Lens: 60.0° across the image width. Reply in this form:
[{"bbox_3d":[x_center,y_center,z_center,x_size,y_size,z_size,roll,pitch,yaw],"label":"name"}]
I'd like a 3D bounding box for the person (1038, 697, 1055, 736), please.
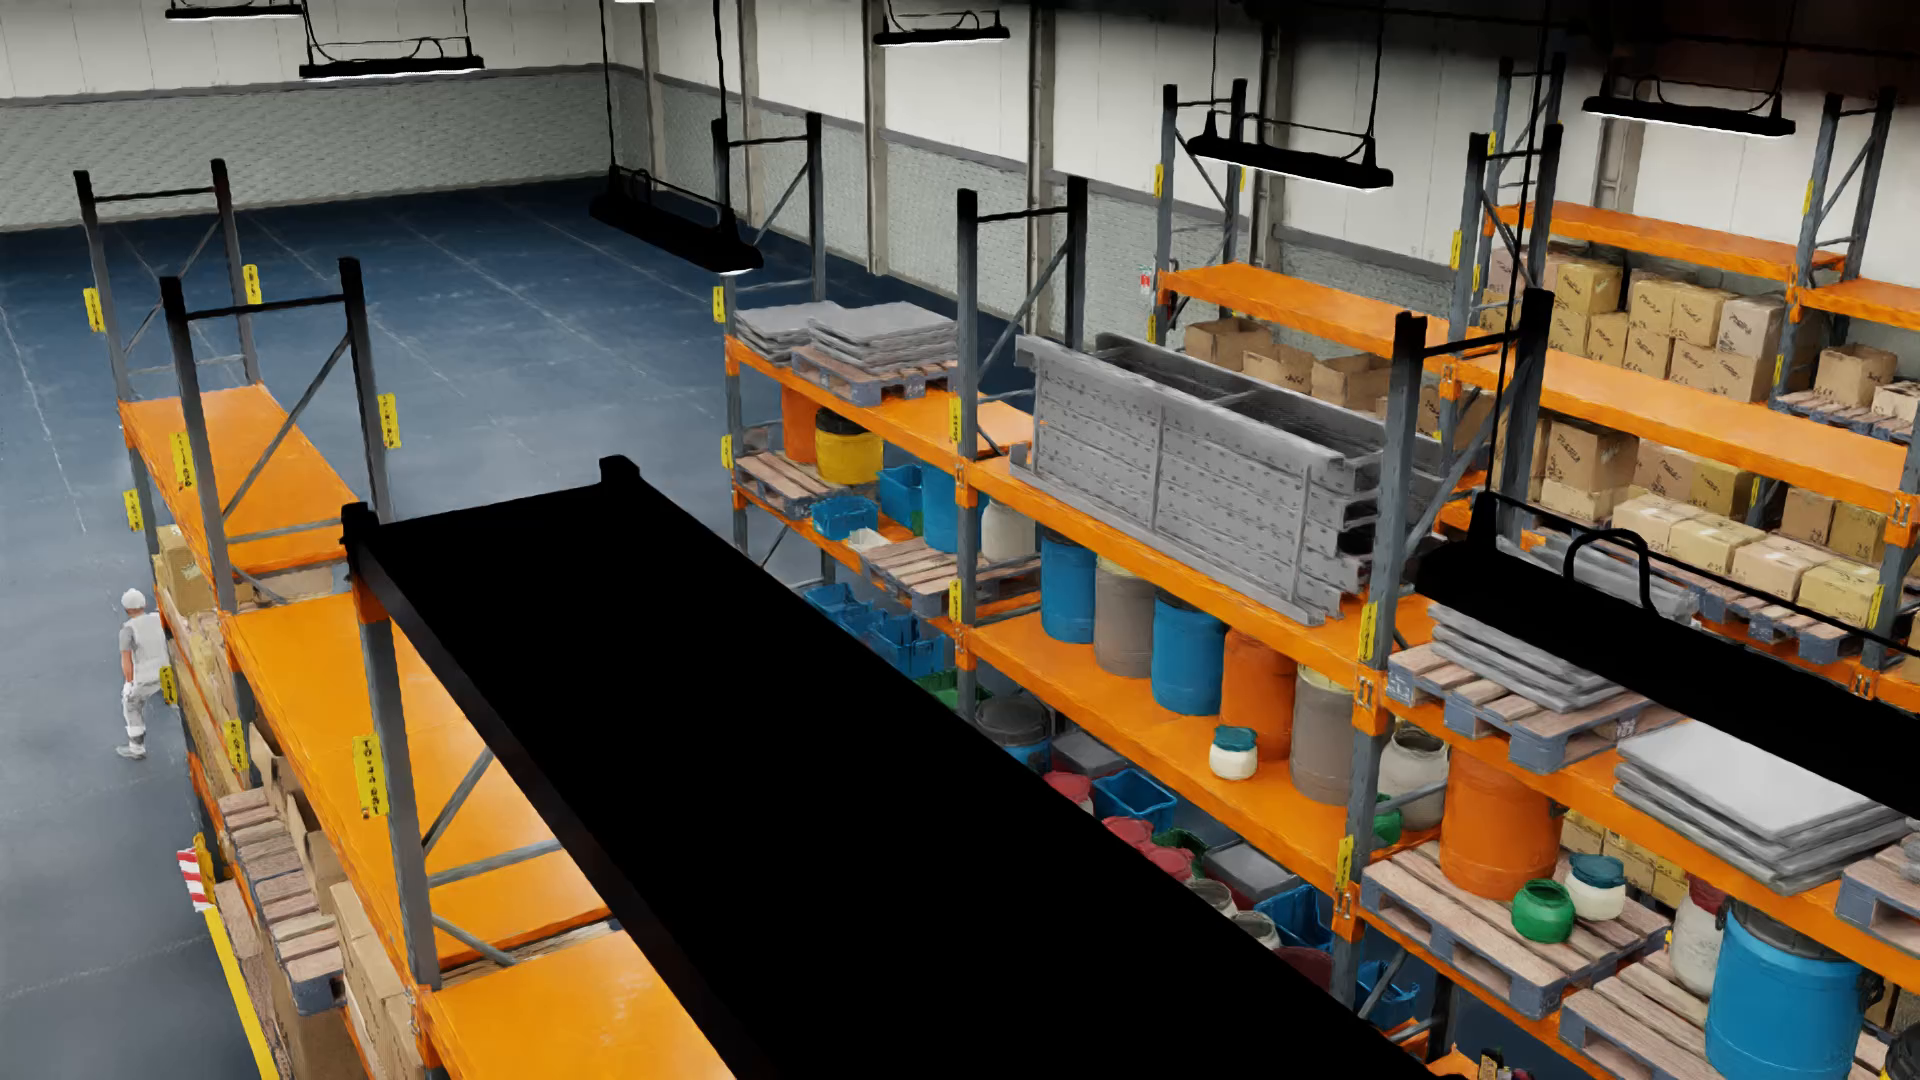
[{"bbox_3d":[1.111,1.220,16.059,0.840,1.705,0.700,18,28,38],"label":"person"}]

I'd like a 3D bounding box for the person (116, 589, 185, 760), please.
[{"bbox_3d":[-7.670,1.299,15.820,0.844,1.715,0.684,18,28,38],"label":"person"}]
